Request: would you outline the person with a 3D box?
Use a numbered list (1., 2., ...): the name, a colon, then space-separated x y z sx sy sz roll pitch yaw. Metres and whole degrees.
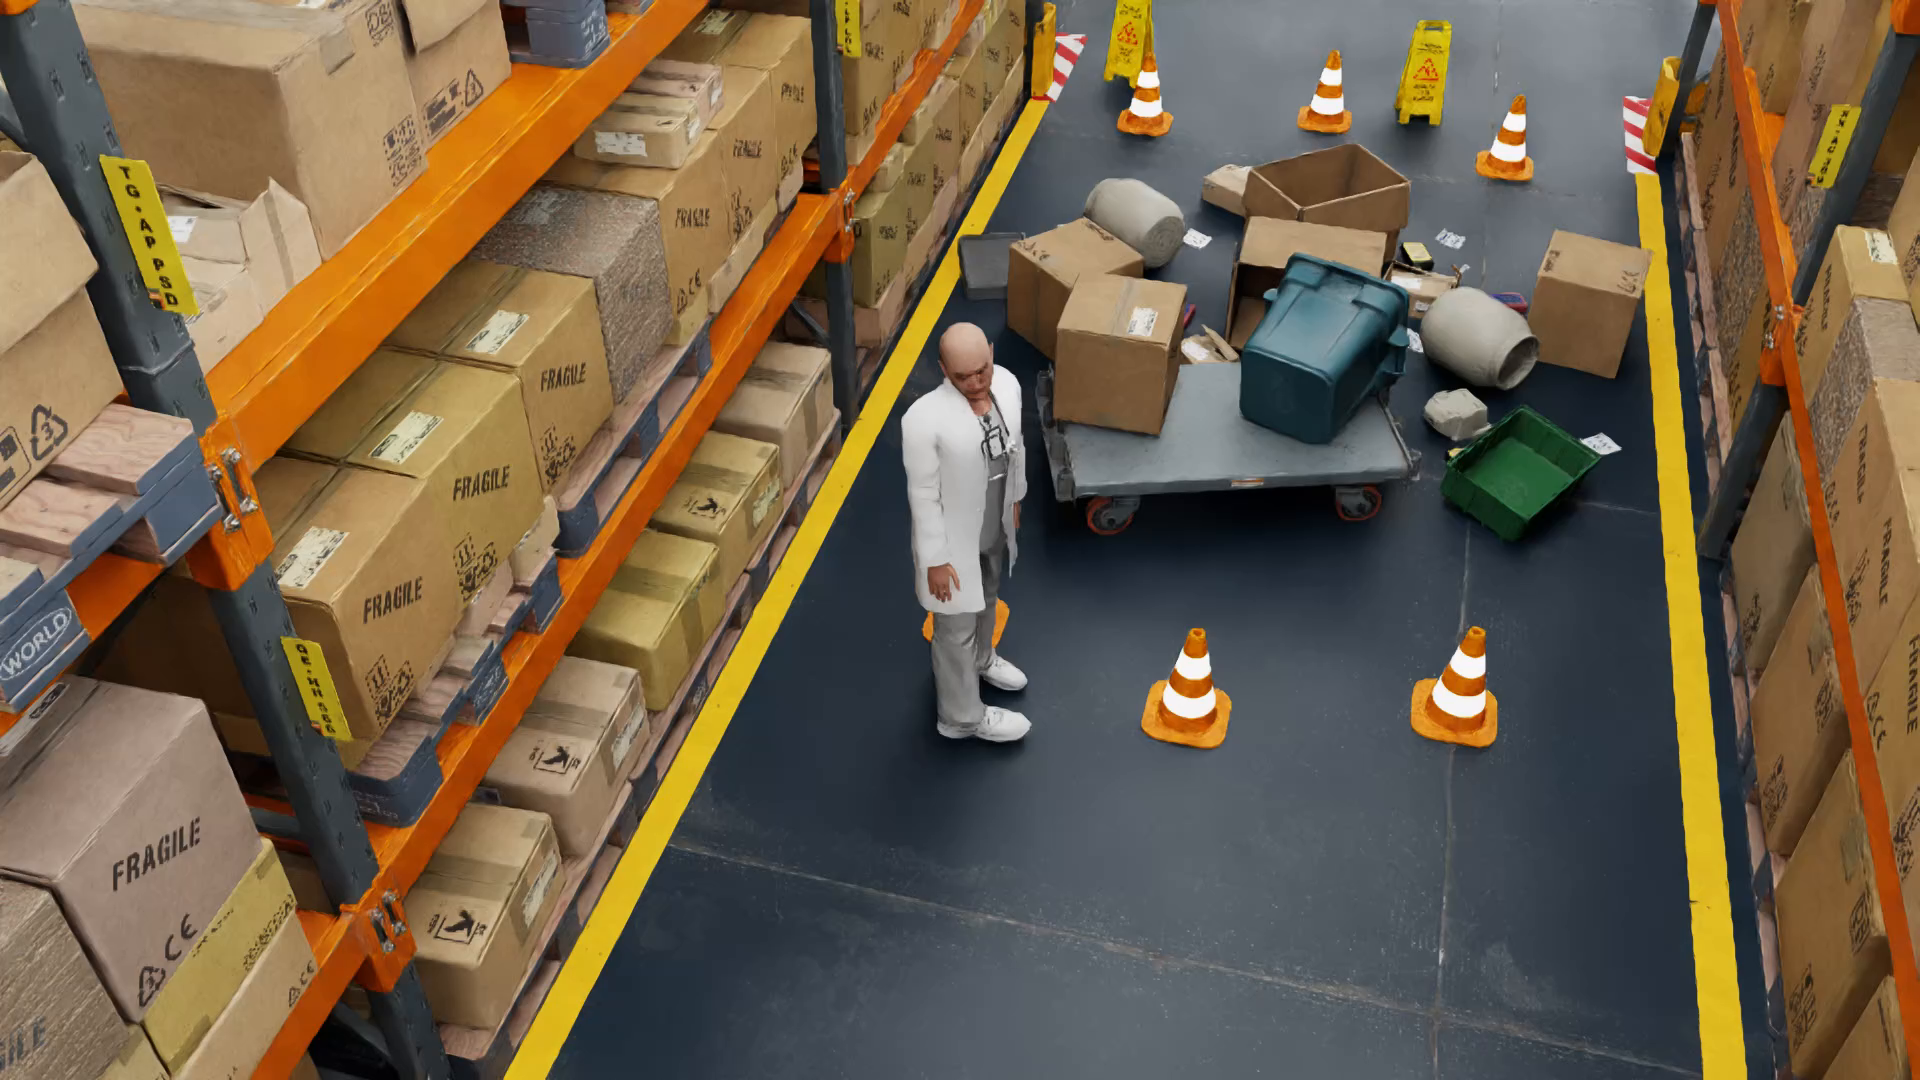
1. person: 0.086 -0.020 6.152 0.557 1.782 0.622 31 49 31
